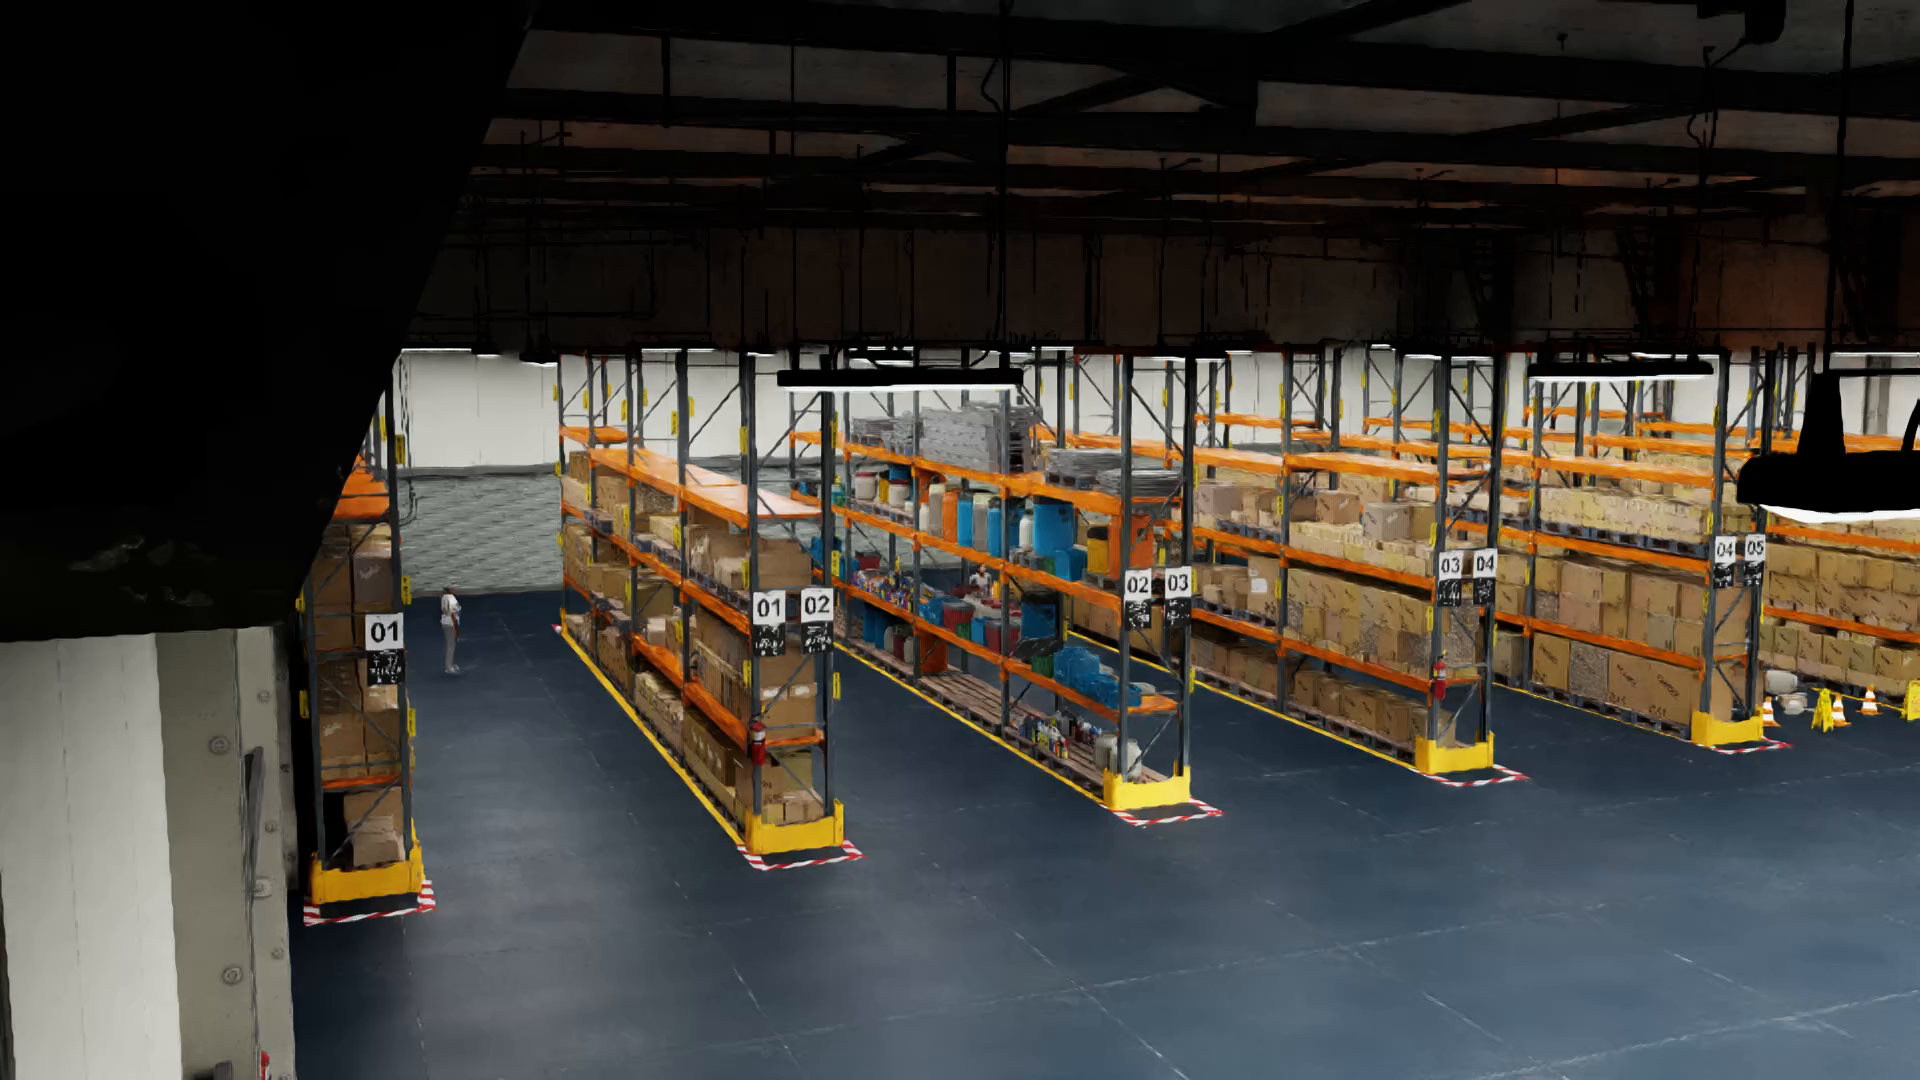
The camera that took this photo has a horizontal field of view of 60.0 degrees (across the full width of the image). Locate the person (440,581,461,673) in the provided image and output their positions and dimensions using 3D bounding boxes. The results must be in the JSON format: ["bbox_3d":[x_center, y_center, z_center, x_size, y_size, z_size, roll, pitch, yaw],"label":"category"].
[{"bbox_3d":[-9.399,1.592,30.690,0.373,1.679,0.588,-5,9,-36],"label":"person"}]

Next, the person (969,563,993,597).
[{"bbox_3d":[0.393,1.220,34.023,0.578,1.619,0.507,-3,8,-23],"label":"person"}]
